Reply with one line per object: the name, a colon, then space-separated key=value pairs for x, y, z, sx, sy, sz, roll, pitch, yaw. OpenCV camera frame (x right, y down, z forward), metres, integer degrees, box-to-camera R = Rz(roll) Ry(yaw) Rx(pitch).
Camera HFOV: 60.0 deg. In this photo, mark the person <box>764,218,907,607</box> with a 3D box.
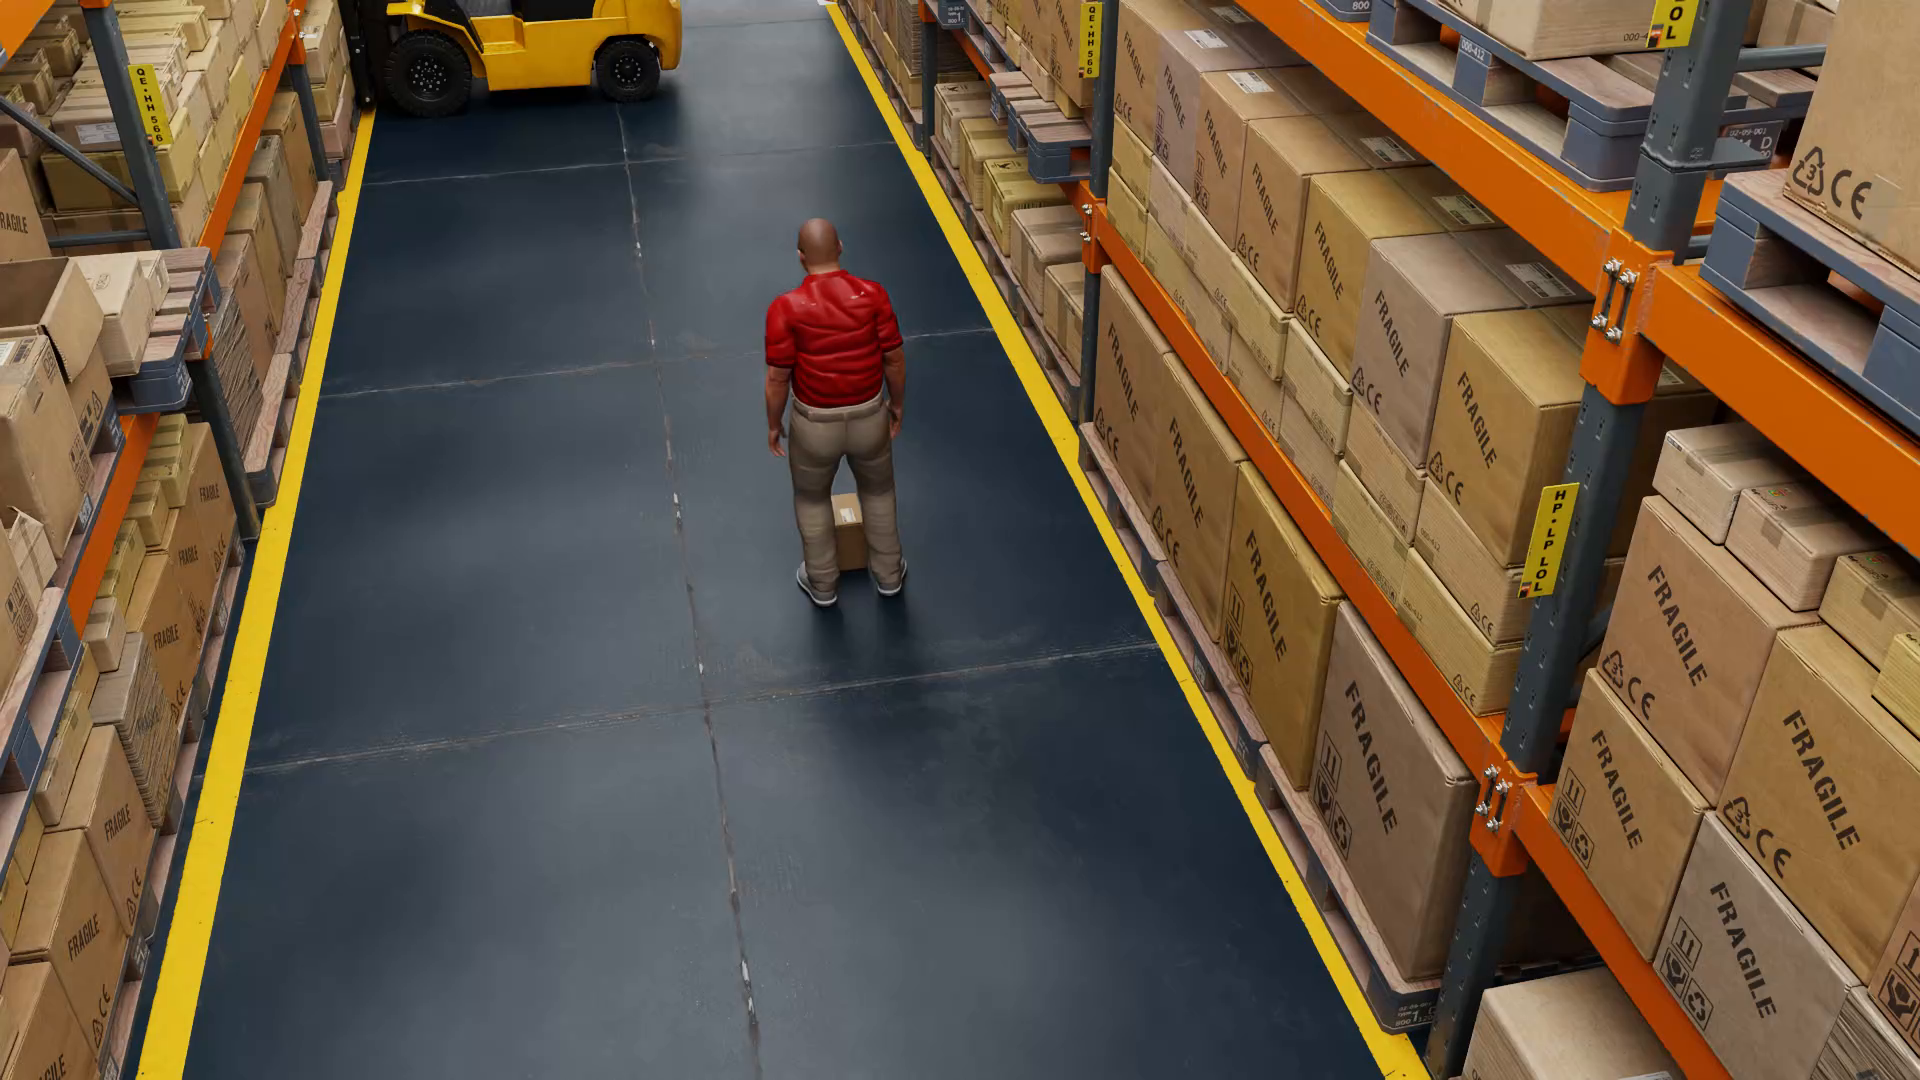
person: x=-0.507 y=-0.502 z=6.896 sx=0.604 sy=1.726 sz=0.394 roll=-9 pitch=35 yaw=-13
